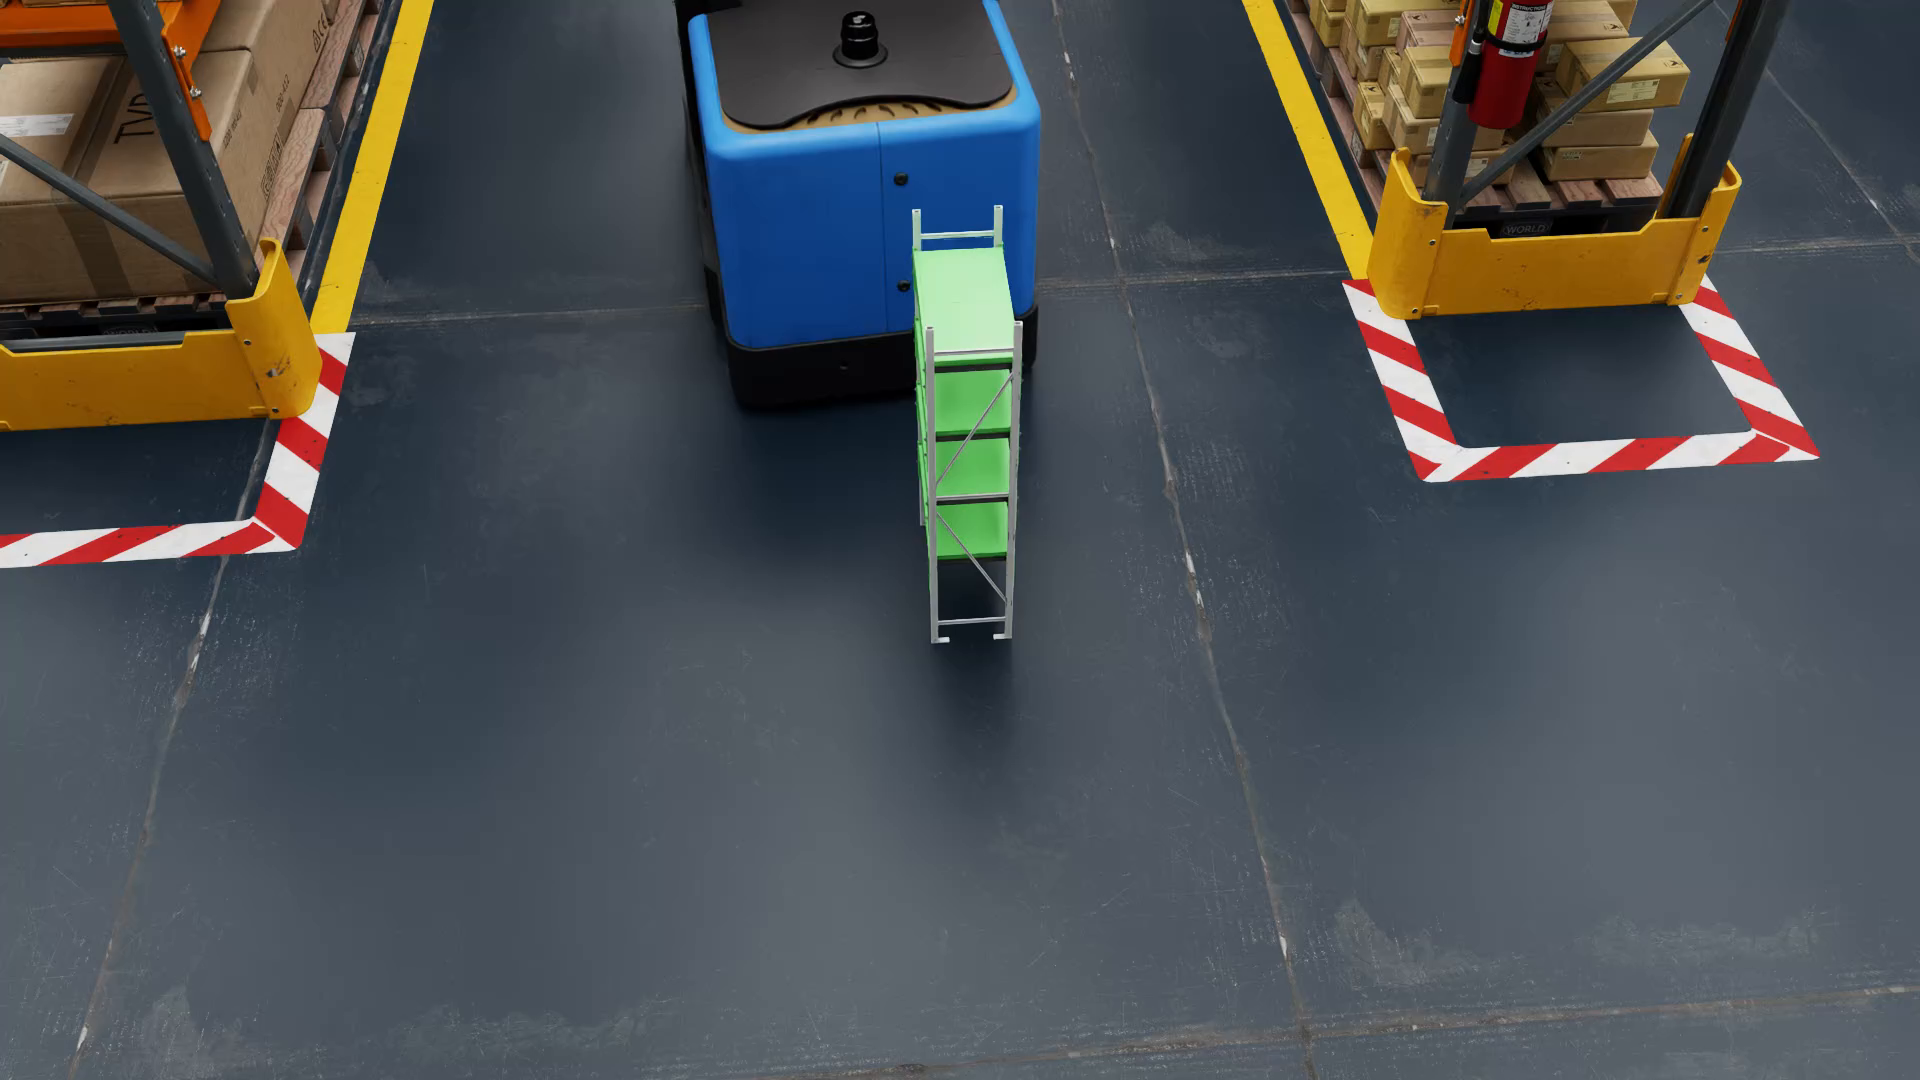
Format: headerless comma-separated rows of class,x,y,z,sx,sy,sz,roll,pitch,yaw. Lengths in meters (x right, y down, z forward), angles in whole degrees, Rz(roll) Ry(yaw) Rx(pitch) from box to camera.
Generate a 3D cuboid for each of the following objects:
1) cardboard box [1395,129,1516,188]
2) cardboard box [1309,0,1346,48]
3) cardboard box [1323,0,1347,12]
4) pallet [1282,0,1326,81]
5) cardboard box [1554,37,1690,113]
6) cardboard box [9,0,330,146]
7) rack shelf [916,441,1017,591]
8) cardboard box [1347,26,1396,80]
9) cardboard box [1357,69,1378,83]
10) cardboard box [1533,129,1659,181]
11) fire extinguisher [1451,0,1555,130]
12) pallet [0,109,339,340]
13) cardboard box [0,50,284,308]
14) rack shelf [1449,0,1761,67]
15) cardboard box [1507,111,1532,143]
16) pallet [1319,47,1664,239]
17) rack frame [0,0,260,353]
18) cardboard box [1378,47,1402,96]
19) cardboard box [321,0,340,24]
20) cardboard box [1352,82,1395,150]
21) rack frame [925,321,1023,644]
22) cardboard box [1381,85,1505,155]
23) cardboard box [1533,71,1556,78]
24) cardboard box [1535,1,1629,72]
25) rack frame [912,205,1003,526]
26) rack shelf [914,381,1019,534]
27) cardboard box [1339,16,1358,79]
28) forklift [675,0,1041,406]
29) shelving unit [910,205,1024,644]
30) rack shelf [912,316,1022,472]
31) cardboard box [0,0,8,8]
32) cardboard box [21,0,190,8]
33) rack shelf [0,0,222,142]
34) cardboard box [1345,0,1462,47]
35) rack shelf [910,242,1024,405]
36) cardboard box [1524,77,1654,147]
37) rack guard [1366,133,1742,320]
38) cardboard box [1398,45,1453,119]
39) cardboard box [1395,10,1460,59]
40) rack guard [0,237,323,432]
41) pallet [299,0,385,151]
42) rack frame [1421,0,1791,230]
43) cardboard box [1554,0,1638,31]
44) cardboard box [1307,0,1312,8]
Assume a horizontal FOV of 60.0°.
cardboard box,1.860,-1.460,6.241,0.380,0.149,0.250,-3,47,-3
cardboard box,1.684,-2.195,6.937,0.380,0.149,0.250,-5,47,-5
cardboard box,1.682,-2.308,6.839,0.380,0.149,0.250,-3,47,-3
pallet,1.974,-2.494,7.467,1.003,0.211,1.213,-3,47,-3
cardboard box,2.407,-1.696,6.055,0.380,0.149,0.250,-5,47,-5
cardboard box,-3.052,-1.950,6.506,0.875,0.438,0.875,-2,47,-2
rack shelf,0.014,-0.084,4.922,0.258,0.148,0.480,-3,47,-3
cardboard box,1.738,-1.934,6.485,0.380,0.149,0.250,-5,47,-5
cardboard box,1.801,-1.836,6.597,0.380,0.149,0.250,-4,47,-3
cardboard box,2.387,-1.490,6.270,0.380,0.149,0.250,-3,47,-2
fire extinguisher,1.673,-1.562,4.974,0.296,0.674,0.183,-3,47,-3
pallet,-2.957,-1.168,6.211,1.003,0.211,1.213,-3,47,-3
cardboard box,-2.967,-1.288,5.880,0.875,0.438,0.875,-5,47,-5
rack shelf,1.945,-3.127,6.641,1.077,0.370,4.000,-3,47,-3
cardboard box,2.284,-1.674,6.444,0.380,0.149,0.250,-4,47,-3
pallet,2.073,-1.614,6.633,1.003,0.211,1.213,-3,47,-3
rack frame,-2.812,-1.553,4.655,1.000,3.000,0.127,-3,47,-3
cardboard box,1.815,-1.751,6.312,0.380,0.149,0.250,-4,47,-4
cardboard box,-3.126,-2.602,7.124,0.875,0.438,0.875,-5,47,-4
cardboard box,1.738,-1.640,6.411,0.380,0.149,0.250,-2,47,-2
rack frame,0.034,-0.116,4.534,0.240,1.200,0.015,-3,47,-3
cardboard box,1.783,-1.558,6.129,0.380,0.149,0.250,-5,47,-4
cardboard box,2.357,-1.790,6.349,0.380,0.149,0.250,-4,47,-3
cardboard box,2.264,-1.888,6.237,0.380,0.149,0.250,-3,47,-3
rack frame,-0.007,-0.469,4.868,0.240,1.200,0.015,-3,47,-3
rack shelf,0.014,-0.249,4.747,0.258,0.148,0.480,-3,47,-3
cardboard box,1.768,-2.014,6.766,0.380,0.149,0.250,-3,47,-3
forklift,-0.516,-2.547,5.643,1.130,2.935,3.031,-8,47,-7
shelving unit,0.014,-0.293,4.701,0.258,1.200,0.503,-3,47,-3
rack shelf,0.014,-0.414,4.573,0.258,0.148,0.480,-3,47,-3
cardboard box,-3.116,-1.921,4.934,0.500,0.500,0.500,-3,47,-3
cardboard box,-2.566,-1.953,4.964,0.500,0.500,0.500,-4,47,-4
rack shelf,-2.980,-2.753,6.287,1.077,0.370,4.000,-3,47,-3
cardboard box,1.703,-2.029,6.370,0.380,0.149,0.250,-4,47,-4
rack shelf,0.014,-0.579,4.399,0.258,0.148,0.480,-3,47,-3
cardboard box,2.324,-1.589,6.158,0.380,0.149,0.250,-2,47,-2
rack guard,2.106,-1.123,5.969,1.175,0.500,0.348,-3,47,-3
cardboard box,1.815,-1.664,6.024,0.380,0.149,0.250,-3,47,-3
cardboard box,1.851,-1.849,6.200,0.380,0.149,0.250,-3,47,-3
rack guard,-2.810,-0.677,5.546,1.175,0.500,0.348,-3,47,-3
pallet,-3.056,-2.049,7.045,1.003,0.211,1.213,-3,47,-3
rack frame,2.112,-1.927,5.010,1.000,3.000,0.127,-3,47,-3
cardboard box,2.370,-2.078,6.417,0.380,0.149,0.250,-4,47,-3
cardboard box,1.681,-2.394,7.125,0.380,0.149,0.250,-3,47,-3
